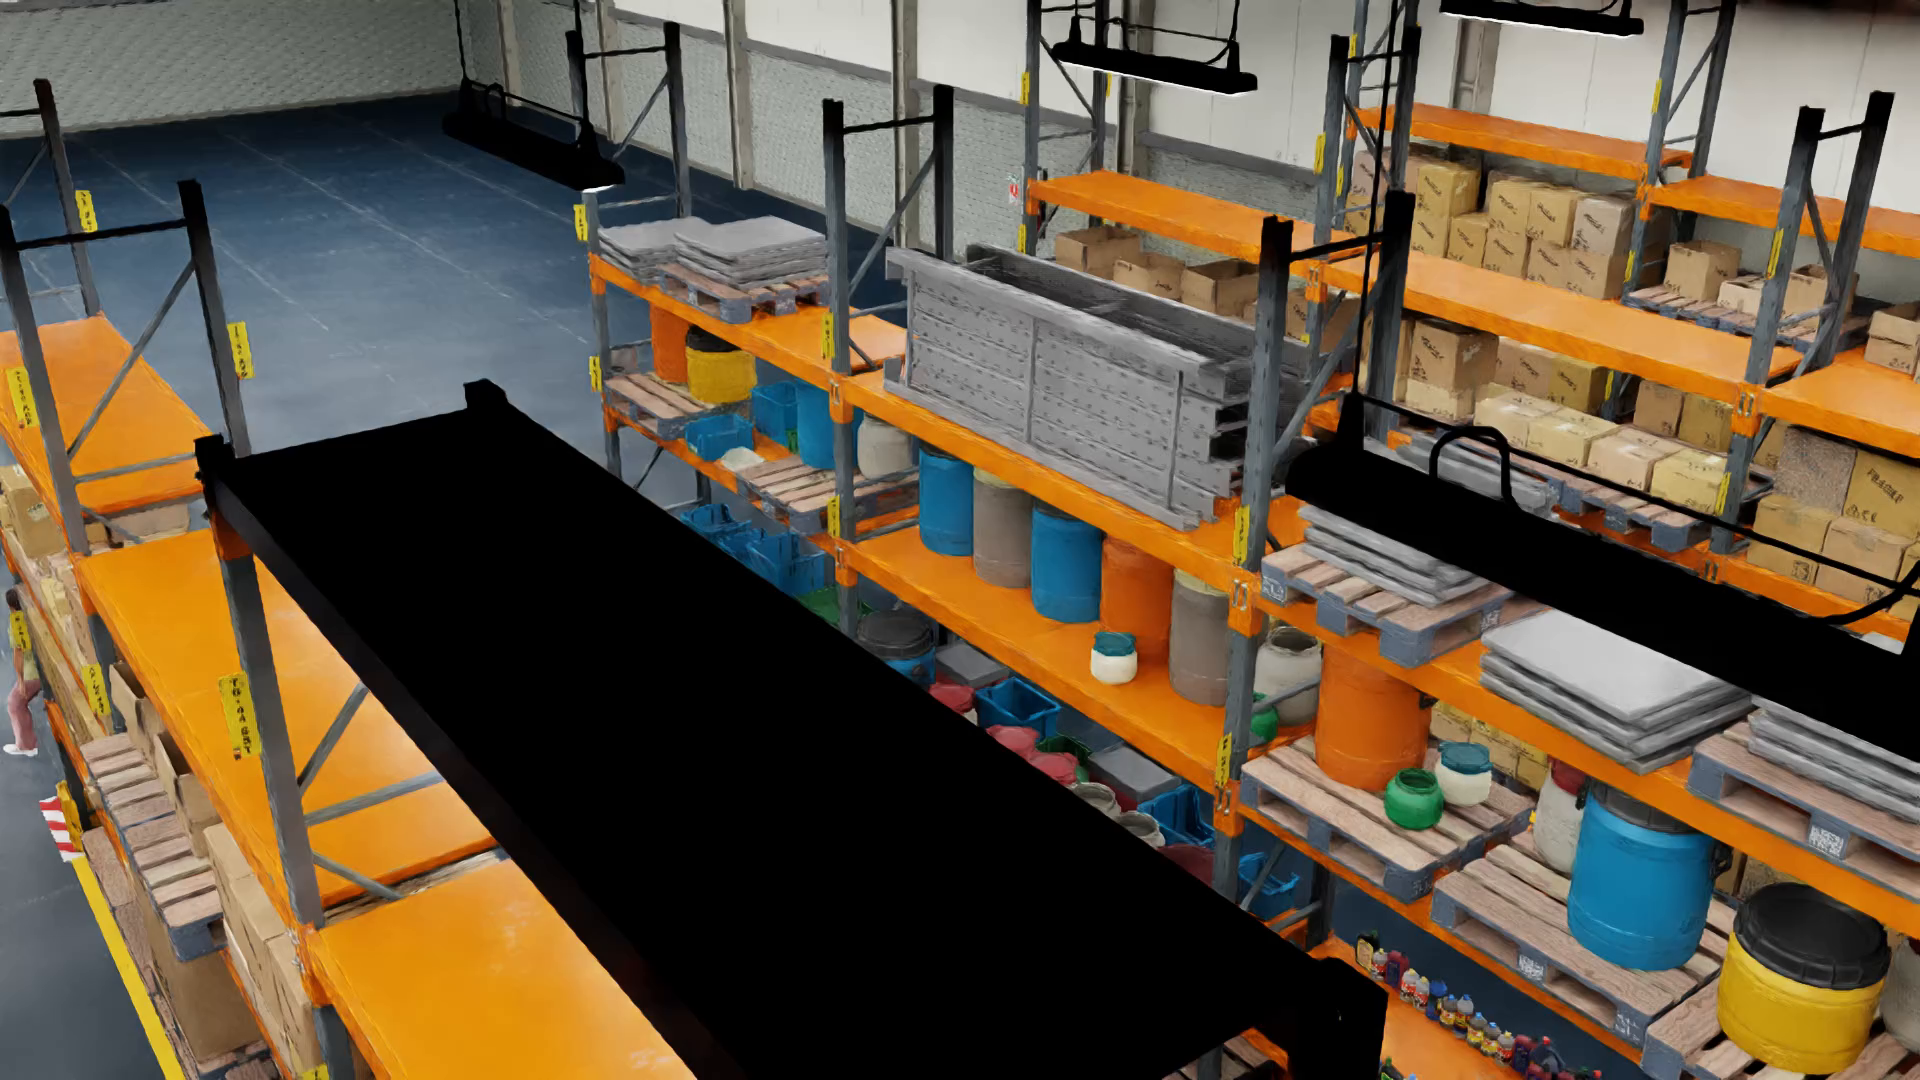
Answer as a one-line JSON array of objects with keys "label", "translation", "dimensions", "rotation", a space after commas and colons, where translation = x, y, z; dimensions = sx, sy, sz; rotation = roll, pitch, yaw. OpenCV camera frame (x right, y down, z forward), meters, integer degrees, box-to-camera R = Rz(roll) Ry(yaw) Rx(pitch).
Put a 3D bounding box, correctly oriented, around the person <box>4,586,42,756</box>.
[{"label": "person", "translation": [-8.019, 1.179, 14.525], "dimensions": [0.790, 1.590, 0.620], "rotation": [15, 29, 30]}]
